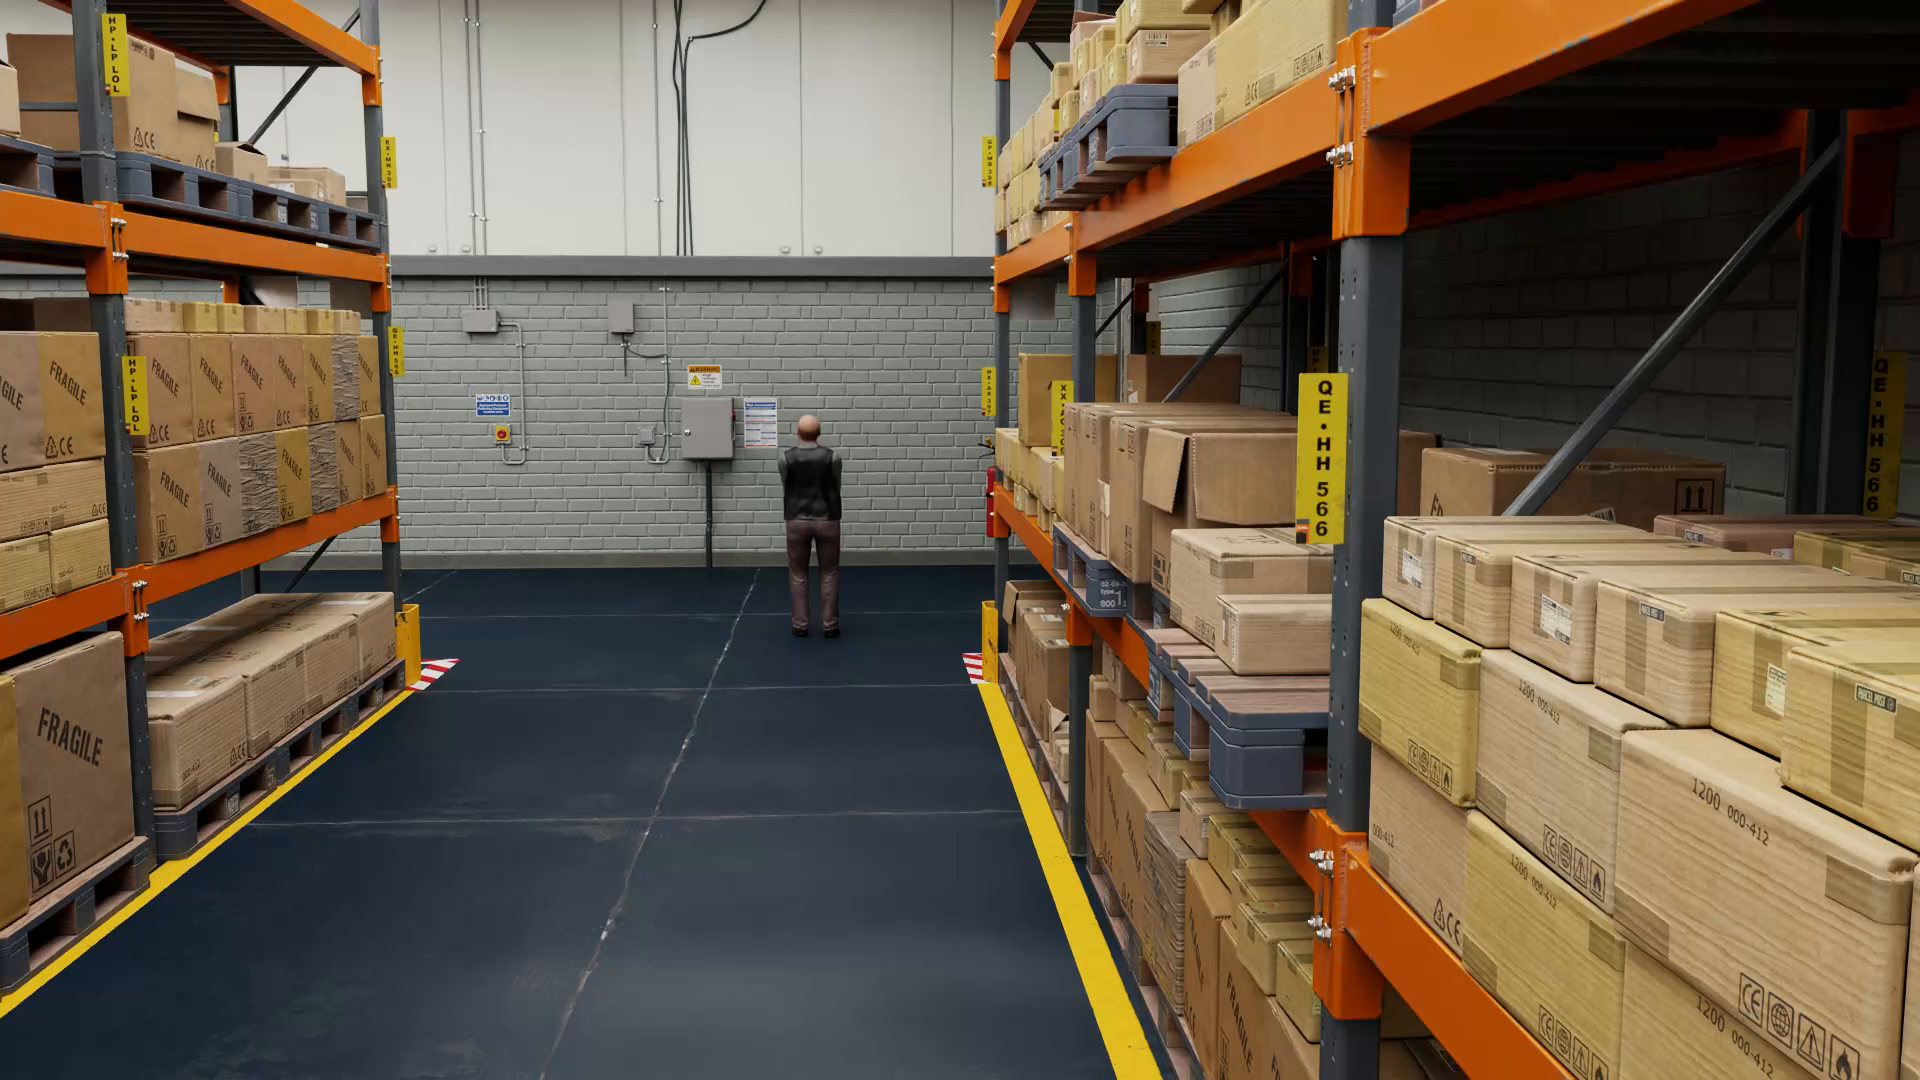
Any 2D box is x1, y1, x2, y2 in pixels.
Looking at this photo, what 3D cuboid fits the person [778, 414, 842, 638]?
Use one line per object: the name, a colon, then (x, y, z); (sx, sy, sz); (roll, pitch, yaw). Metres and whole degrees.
person: (-1.153, -0.119, 12.877); (0.494, 1.715, 0.544); (0, 7, -3)
